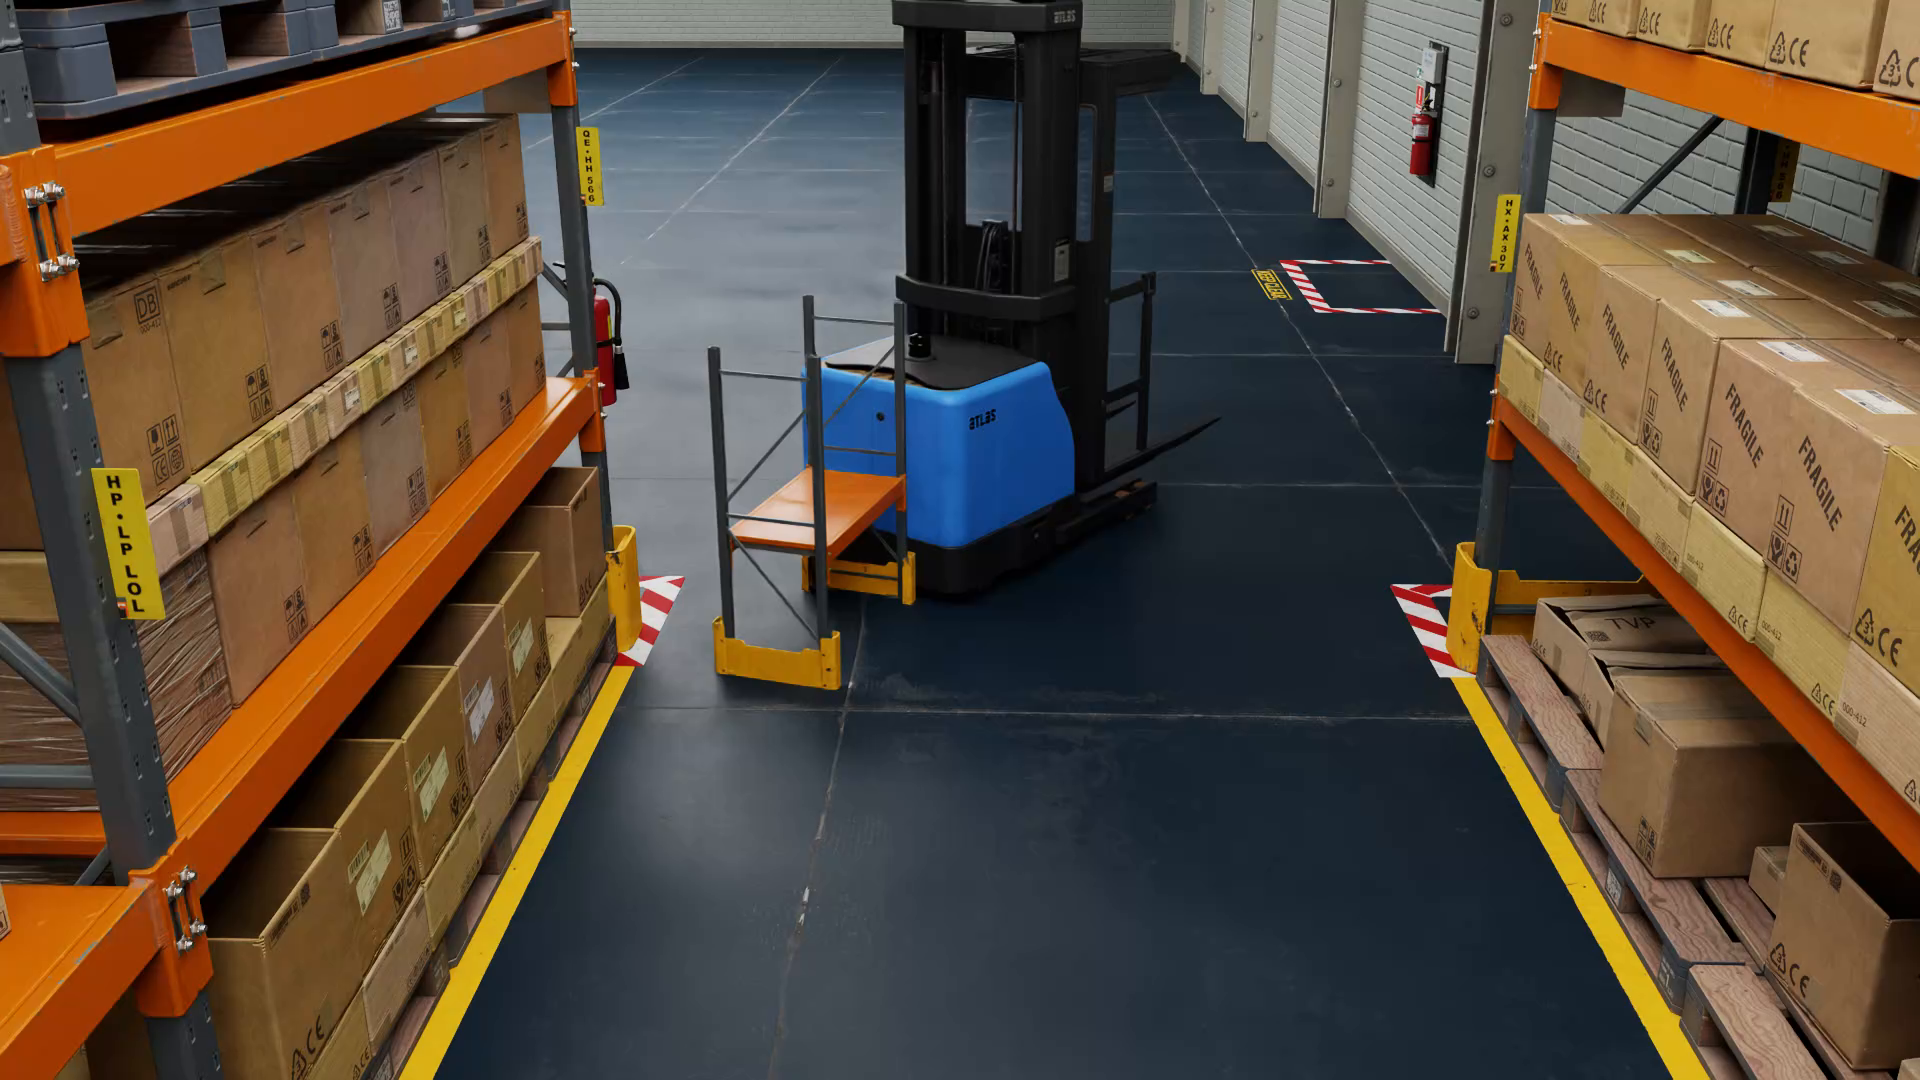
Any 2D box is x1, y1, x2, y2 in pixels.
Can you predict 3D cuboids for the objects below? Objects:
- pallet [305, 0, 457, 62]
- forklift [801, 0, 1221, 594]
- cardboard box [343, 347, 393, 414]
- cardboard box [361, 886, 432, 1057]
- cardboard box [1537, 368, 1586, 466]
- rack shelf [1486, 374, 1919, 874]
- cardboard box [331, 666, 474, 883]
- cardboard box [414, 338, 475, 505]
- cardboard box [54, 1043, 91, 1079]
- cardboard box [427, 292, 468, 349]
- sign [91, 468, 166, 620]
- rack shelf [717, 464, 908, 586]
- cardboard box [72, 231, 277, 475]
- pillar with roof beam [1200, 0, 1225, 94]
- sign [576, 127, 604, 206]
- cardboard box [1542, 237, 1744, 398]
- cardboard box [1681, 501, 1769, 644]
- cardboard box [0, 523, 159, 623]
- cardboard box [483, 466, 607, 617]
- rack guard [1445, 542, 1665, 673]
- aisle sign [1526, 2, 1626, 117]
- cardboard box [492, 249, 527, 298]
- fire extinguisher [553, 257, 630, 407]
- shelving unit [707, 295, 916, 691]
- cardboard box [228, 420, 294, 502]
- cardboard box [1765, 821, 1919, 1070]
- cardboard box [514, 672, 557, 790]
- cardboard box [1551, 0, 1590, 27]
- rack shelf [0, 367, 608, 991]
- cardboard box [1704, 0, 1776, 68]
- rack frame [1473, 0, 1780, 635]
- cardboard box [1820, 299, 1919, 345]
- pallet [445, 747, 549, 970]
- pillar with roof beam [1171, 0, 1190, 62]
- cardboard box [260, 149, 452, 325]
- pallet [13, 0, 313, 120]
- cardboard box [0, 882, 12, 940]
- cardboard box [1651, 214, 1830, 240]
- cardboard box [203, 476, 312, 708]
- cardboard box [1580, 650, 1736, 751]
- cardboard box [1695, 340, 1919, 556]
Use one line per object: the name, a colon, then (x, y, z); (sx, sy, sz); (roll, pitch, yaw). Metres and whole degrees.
pallet: (-2.187, -1.595, 4.968); (1.003, 0.211, 1.213); (1, 21, 2)
forklift: (0.467, -1.572, 9.028); (1.130, 2.935, 3.031); (15, 26, 34)
cardboard box: (-1.982, -0.493, 5.119); (0.380, 0.149, 0.250); (0, 21, 1)
cardboard box: (-1.890, 1.252, 4.876); (0.500, 0.250, 0.500); (1, 21, 2)
cardboard box: (2.512, -0.461, 6.250); (0.500, 0.250, 0.500); (0, 21, 0)
rack shelf: (2.785, 0.176, 5.422); (1.077, 0.370, 4.000); (1, 21, 2)
cardboard box: (-1.870, 0.722, 5.206); (0.500, 0.500, 0.500); (1, 21, 2)
cardboard box: (-2.165, -0.444, 5.888); (0.700, 0.500, 0.500); (1, 21, 2)
cardboard box: (-2.432, 1.427, 4.425); (0.500, 0.250, 0.500); (1, 21, 2)
cardboard box: (-1.958, -0.771, 5.835); (0.380, 0.149, 0.250); (1, 21, 3)
sign: (-1.685, 0.010, 3.364); (0.100, 0.325, 0.005); (1, 21, 2)
rack shelf: (-0.658, -0.088, 7.678); (0.538, 0.185, 1.000); (7, 22, 17)
cardboard box: (-2.206, -0.484, 4.197); (0.700, 0.500, 0.500); (1, 21, 1)
pillar with roof beam: (0.116, -12.141, 27.880); (9.100, 9.000, 0.400); (1, 21, 2)
sign: (-1.564, -1.575, 7.012); (0.100, 0.325, 0.005); (1, 21, 2)
cardboard box: (2.506, -0.823, 6.147); (0.500, 0.500, 0.500); (1, 21, 2)
cardboard box: (2.459, 0.088, 4.835); (0.500, 0.250, 0.500); (1, 21, 1)
cardboard box: (-2.025, 0.067, 3.675); (0.380, 0.149, 0.250); (1, 21, 2)
cardboard box: (-1.824, -0.002, 7.071); (0.500, 0.500, 0.500); (1, 21, 2)
rack guard: (2.844, 0.311, 7.537); (1.175, 0.500, 0.348); (1, 21, 2)
aisle sign: (2.548, -2.124, 6.761); (0.394, 0.787, 0.004); (1, 21, 2)
cardboard box: (-1.933, -1.050, 6.552); (0.380, 0.149, 0.250); (1, 21, 3)
fire extinguisher: (-1.638, -0.937, 7.404); (0.296, 0.674, 0.183); (1, 21, 2)
shelving unit: (-0.660, -0.252, 7.605); (0.587, 1.500, 1.083); (7, 22, 17)
cardboard box: (-2.005, -0.212, 4.394); (0.380, 0.149, 0.250); (0, 21, 1)
cardboard box: (2.716, 1.149, 4.769); (0.500, 0.500, 0.500); (-1, 21, -2)
cardboard box: (-1.843, 0.710, 6.274); (0.500, 0.250, 0.500); (1, 21, 2)
cardboard box: (2.586, -2.218, 6.287); (0.500, 0.500, 0.500); (1, 21, 3)
rack shelf: (-2.166, 0.123, 5.559); (1.077, 0.370, 4.000); (1, 21, 2)
cardboard box: (2.527, -1.643, 4.804); (0.500, 0.500, 0.500); (2, 21, 5)
rack frame: (2.846, -0.882, 7.156); (1.000, 3.000, 0.127); (1, 21, 2)
cardboard box: (2.992, -0.448, 5.179); (0.500, 0.500, 0.500); (1, 21, 2)
pallet: (-2.127, 1.081, 5.950); (1.003, 0.211, 1.213); (1, 21, 2)
pillar with roof beam: (0.299, -14.311, 33.472); (9.100, 9.000, 0.400); (1, 21, 2)
cardboard box: (-2.159, -1.027, 5.596); (0.700, 0.500, 0.500); (1, 21, 2)
pallet: (-2.227, -1.155, 3.835); (1.003, 0.211, 1.213); (1, 21, 2)
cardboard box: (-2.199, 0.759, 3.133); (0.500, 0.250, 0.500); (2, 21, 5)
cardboard box: (3.044, -0.998, 6.599); (0.500, 0.500, 0.500); (0, 21, 1)
cardboard box: (-2.210, 0.113, 4.453); (0.700, 0.500, 0.500); (0, 21, 1)
cardboard box: (2.718, 0.621, 6.389); (0.500, 0.311, 0.500); (2, 21, 6)
cardboard box: (2.465, -0.262, 4.700); (0.500, 0.500, 0.500); (0, 21, 0)
